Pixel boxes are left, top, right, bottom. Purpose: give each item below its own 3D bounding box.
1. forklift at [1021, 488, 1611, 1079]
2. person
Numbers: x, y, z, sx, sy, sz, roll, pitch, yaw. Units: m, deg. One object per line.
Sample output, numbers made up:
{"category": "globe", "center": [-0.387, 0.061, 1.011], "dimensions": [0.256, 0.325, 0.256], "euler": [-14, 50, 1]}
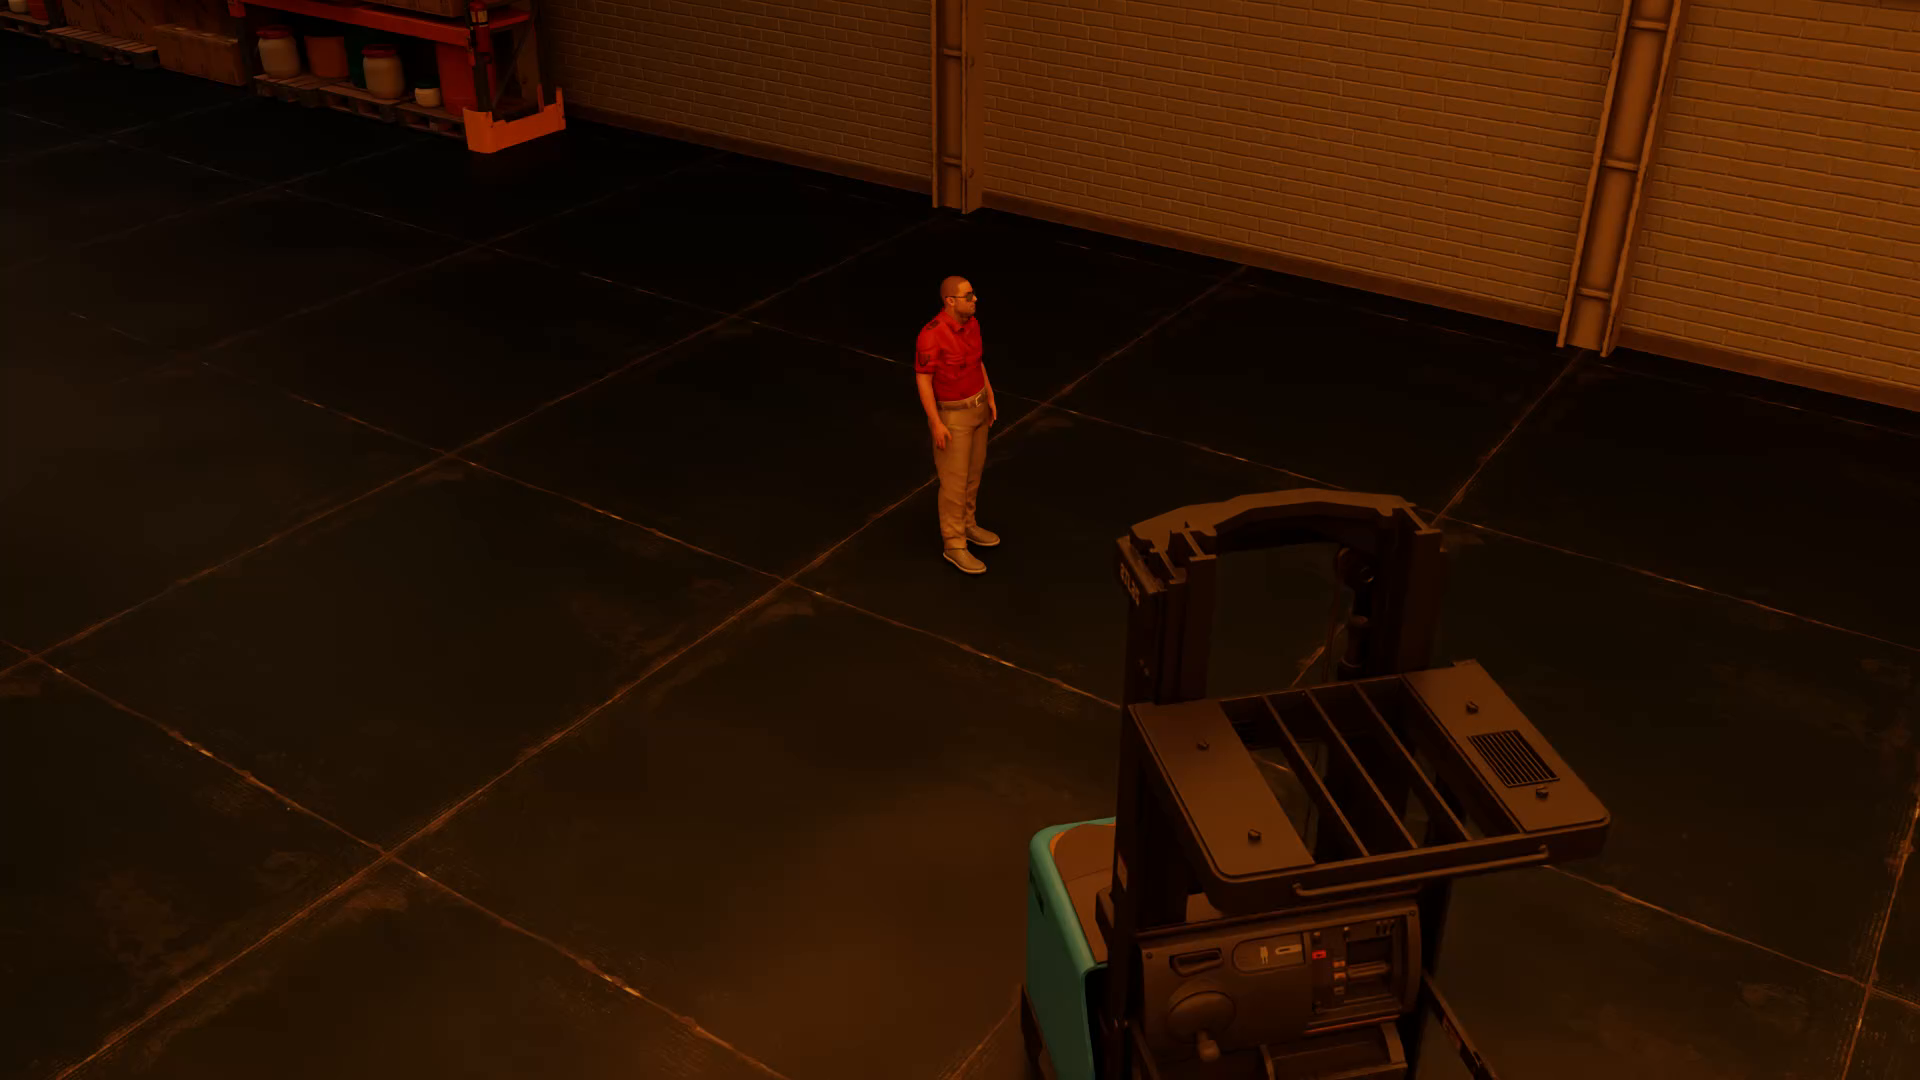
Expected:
{"category": "forklift", "center": [1.070, 1.448, 5.088], "dimensions": [1.130, 2.935, 3.031], "euler": [-6, 31, -11]}
{"category": "person", "center": [0.067, -0.723, 10.010], "dimensions": [0.551, 1.727, 0.640], "euler": [19, 35, 29]}
